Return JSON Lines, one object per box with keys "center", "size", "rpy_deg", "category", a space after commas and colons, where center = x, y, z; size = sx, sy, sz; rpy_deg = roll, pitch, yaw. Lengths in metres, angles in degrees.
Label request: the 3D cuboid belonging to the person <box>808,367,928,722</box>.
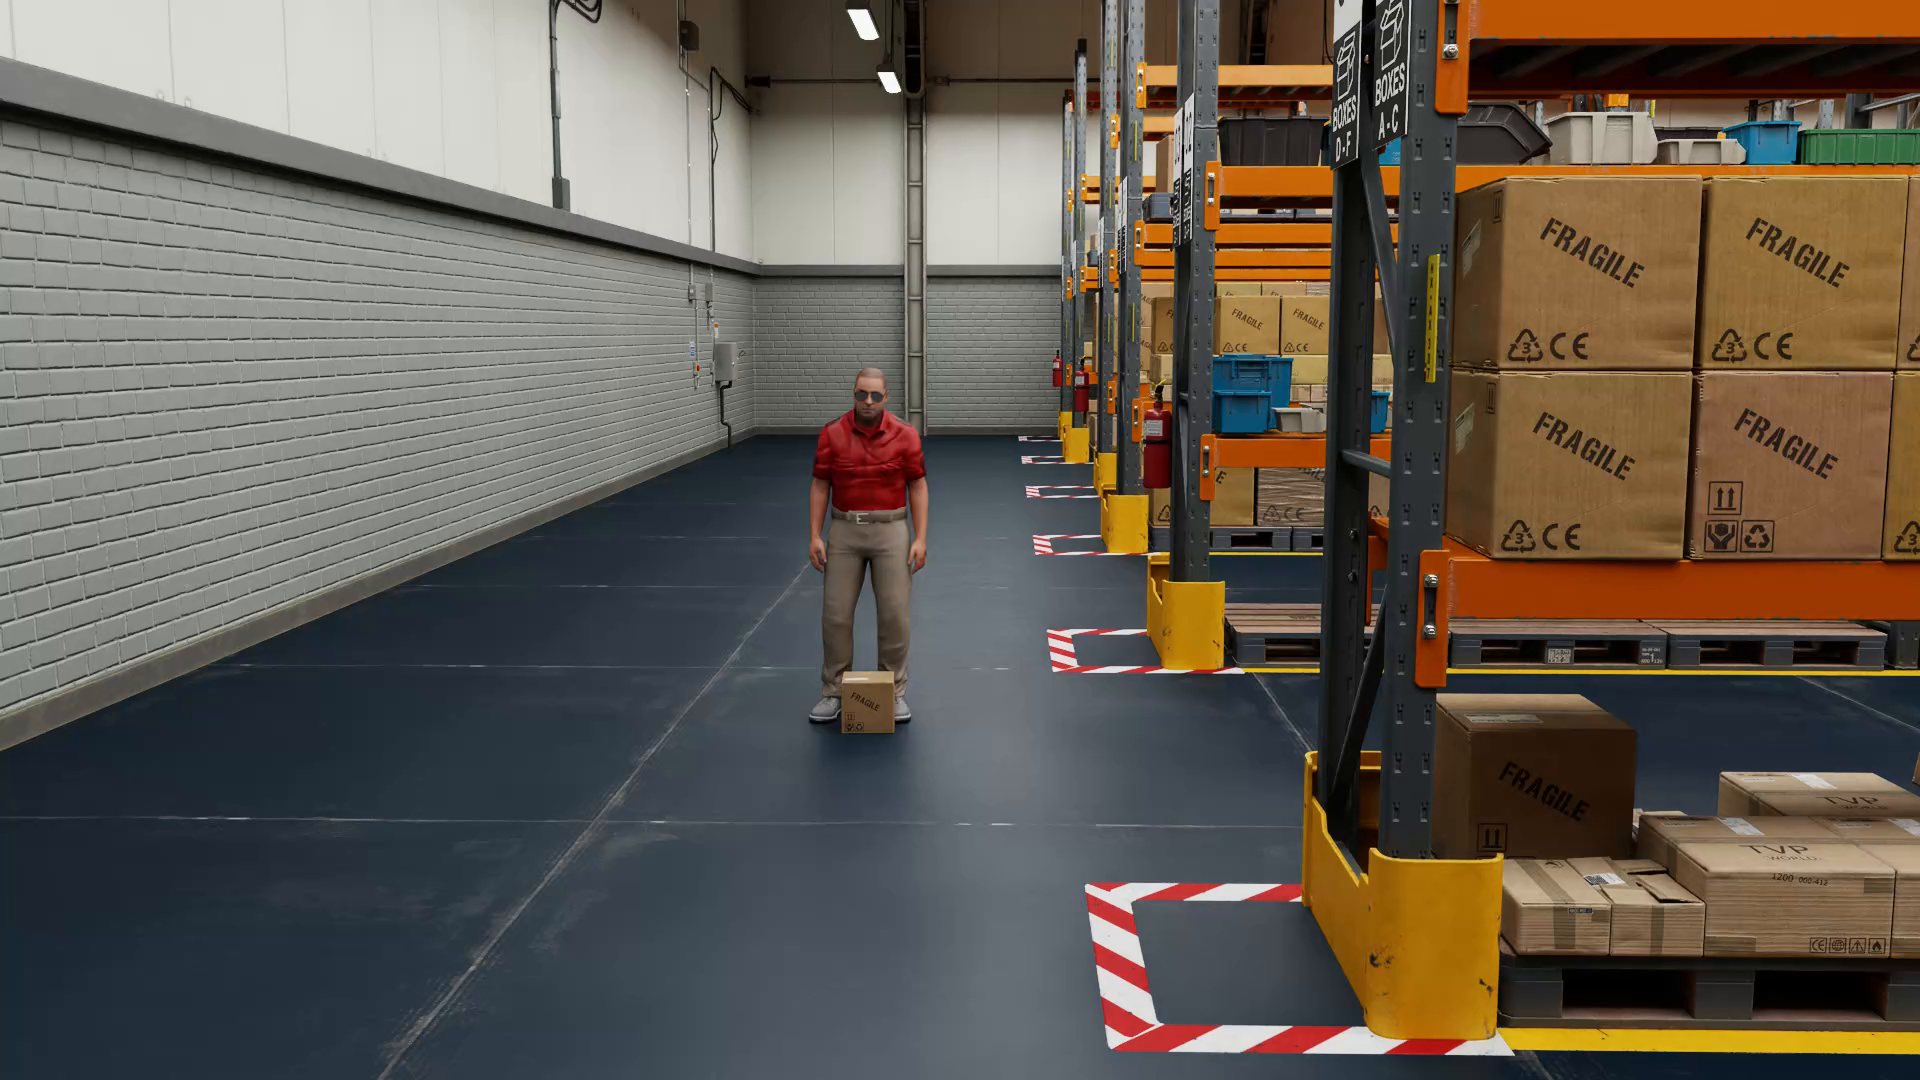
{"center": [-0.450, 0.017, 8.183], "size": [0.586, 1.727, 0.390], "rpy_deg": [0, 7, 1], "category": "person"}
